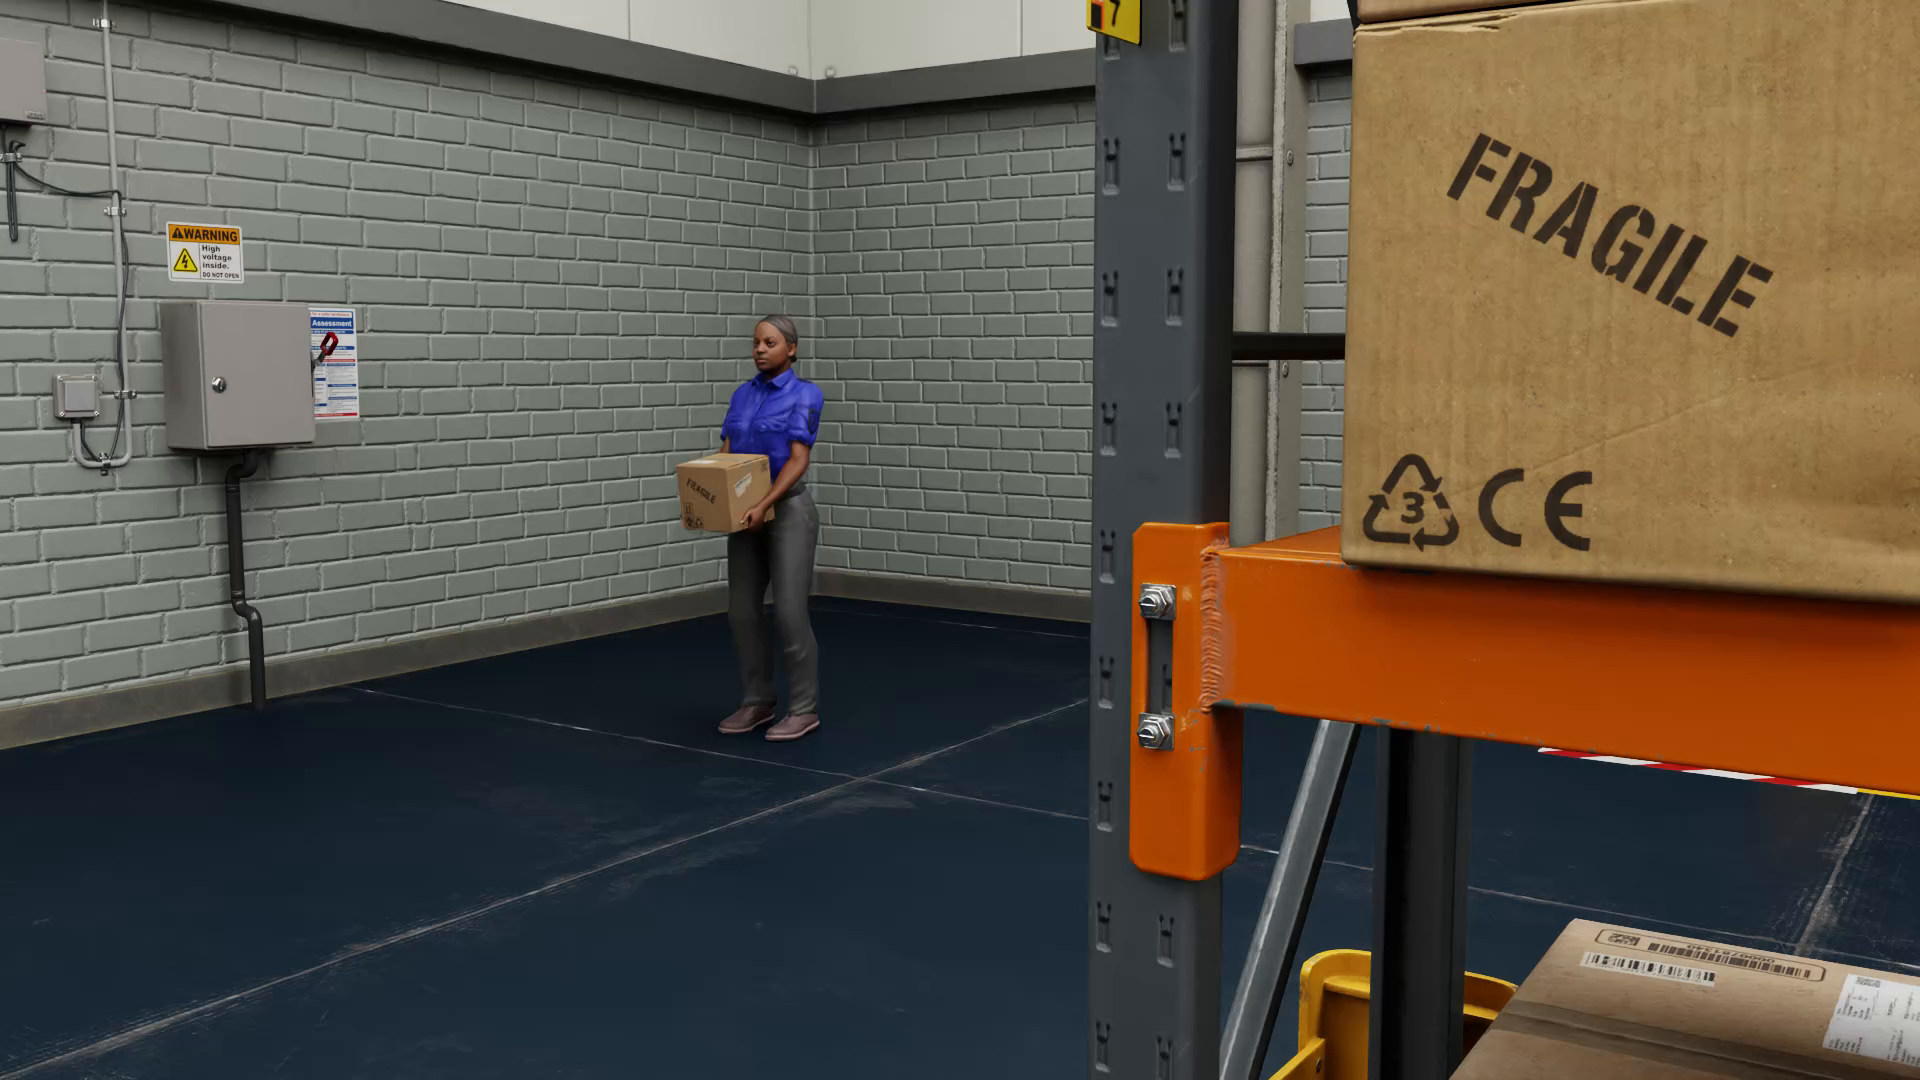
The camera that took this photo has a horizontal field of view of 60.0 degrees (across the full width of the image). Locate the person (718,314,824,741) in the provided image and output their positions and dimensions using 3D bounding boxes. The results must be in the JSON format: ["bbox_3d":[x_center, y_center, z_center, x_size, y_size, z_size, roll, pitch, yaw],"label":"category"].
[{"bbox_3d":[-0.790,-0.047,6.488,0.441,1.656,0.499,4,8,33],"label":"person"}]
